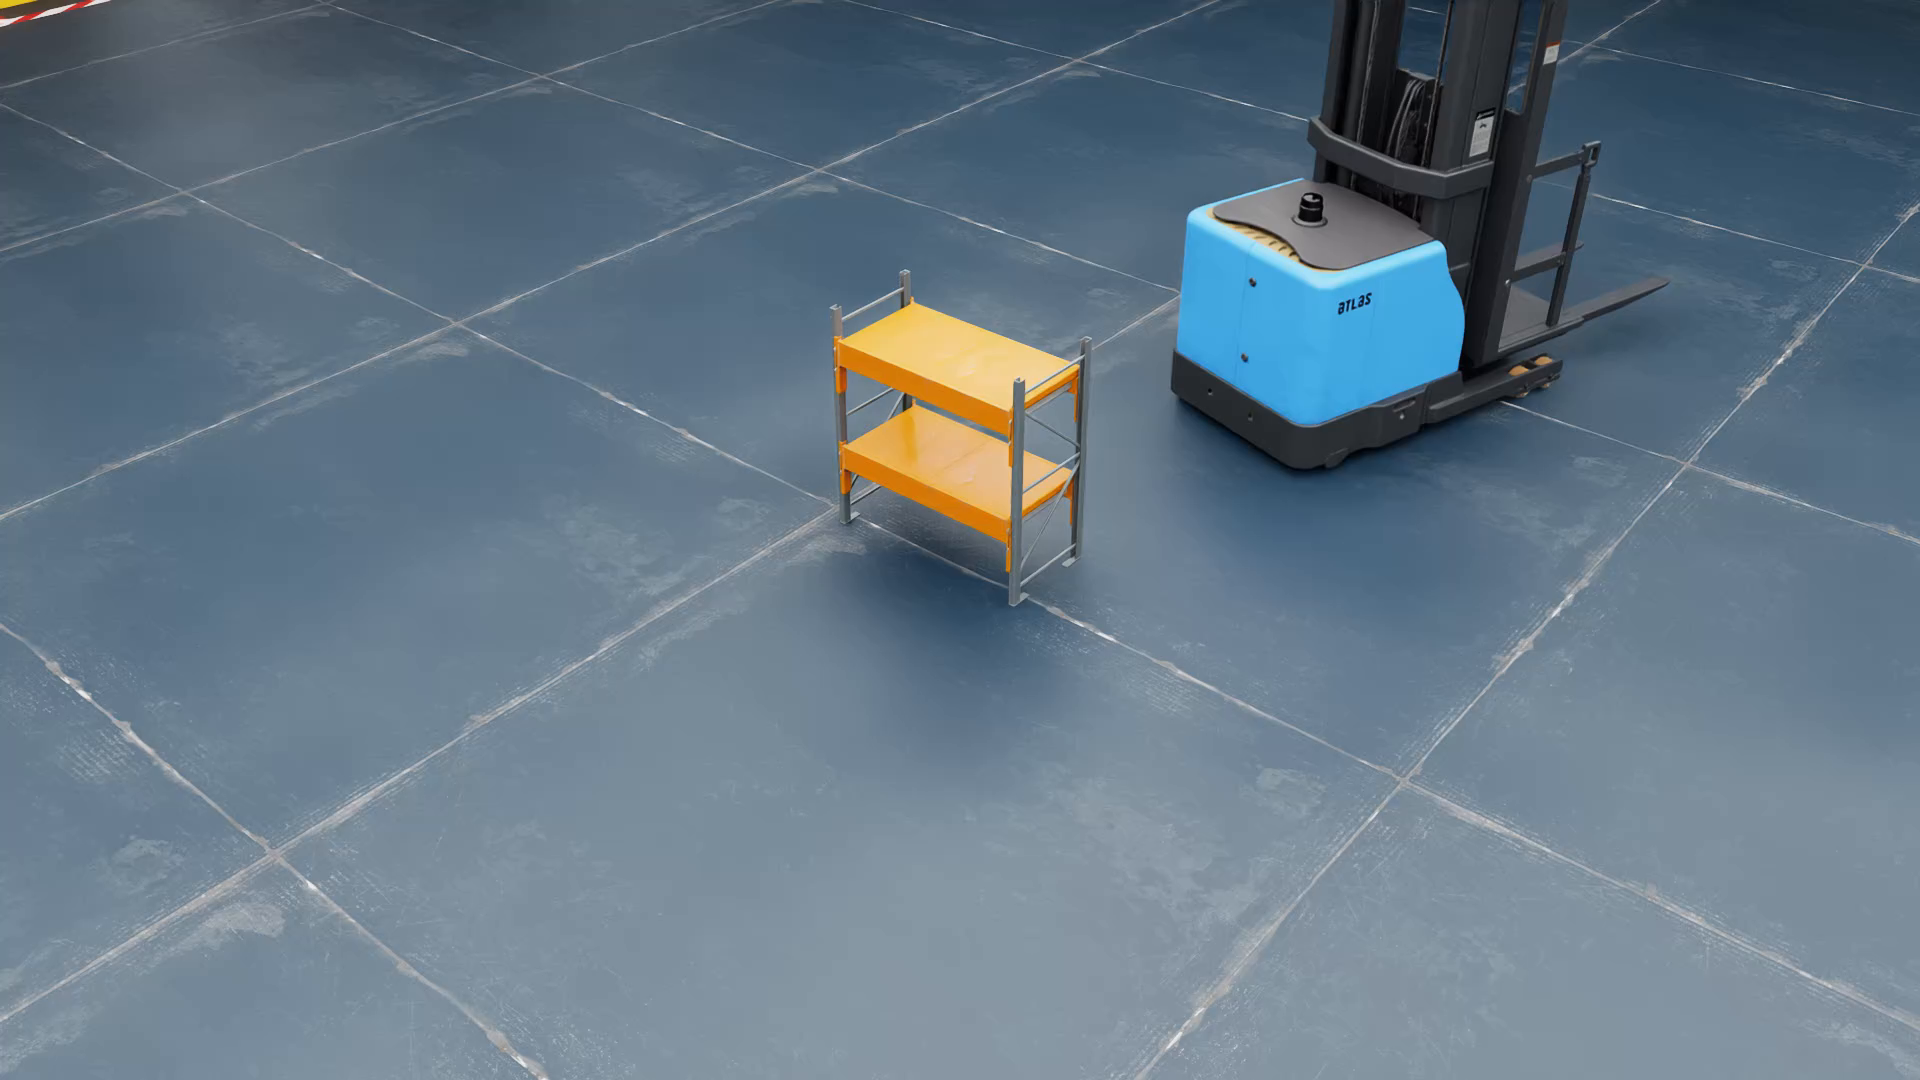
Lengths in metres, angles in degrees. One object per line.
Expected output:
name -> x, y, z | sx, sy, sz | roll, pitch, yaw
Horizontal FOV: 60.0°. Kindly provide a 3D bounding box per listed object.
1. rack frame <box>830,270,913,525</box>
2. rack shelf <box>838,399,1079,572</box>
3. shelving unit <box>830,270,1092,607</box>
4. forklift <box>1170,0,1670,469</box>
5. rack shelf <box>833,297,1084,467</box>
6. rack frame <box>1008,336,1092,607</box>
rack frame -> -0.396, -0.650, 7.703 | 0.032, 1.125, 0.500 | 25, 42, 32
rack shelf -> -0.005, -0.265, 7.574 | 1.000, 0.278, 0.538 | 25, 42, 32
shelving unit -> -0.005, -0.466, 7.435 | 1.048, 1.125, 0.538 | 25, 42, 32
forklift -> 2.622, -2.193, 8.355 | 3.031, 2.935, 1.130 | -21, 39, -27
rack shelf -> -0.005, -0.707, 7.269 | 1.000, 0.278, 0.538 | 25, 42, 32
rack frame -> 0.385, -0.282, 7.167 | 0.032, 1.125, 0.500 | 25, 42, 32
